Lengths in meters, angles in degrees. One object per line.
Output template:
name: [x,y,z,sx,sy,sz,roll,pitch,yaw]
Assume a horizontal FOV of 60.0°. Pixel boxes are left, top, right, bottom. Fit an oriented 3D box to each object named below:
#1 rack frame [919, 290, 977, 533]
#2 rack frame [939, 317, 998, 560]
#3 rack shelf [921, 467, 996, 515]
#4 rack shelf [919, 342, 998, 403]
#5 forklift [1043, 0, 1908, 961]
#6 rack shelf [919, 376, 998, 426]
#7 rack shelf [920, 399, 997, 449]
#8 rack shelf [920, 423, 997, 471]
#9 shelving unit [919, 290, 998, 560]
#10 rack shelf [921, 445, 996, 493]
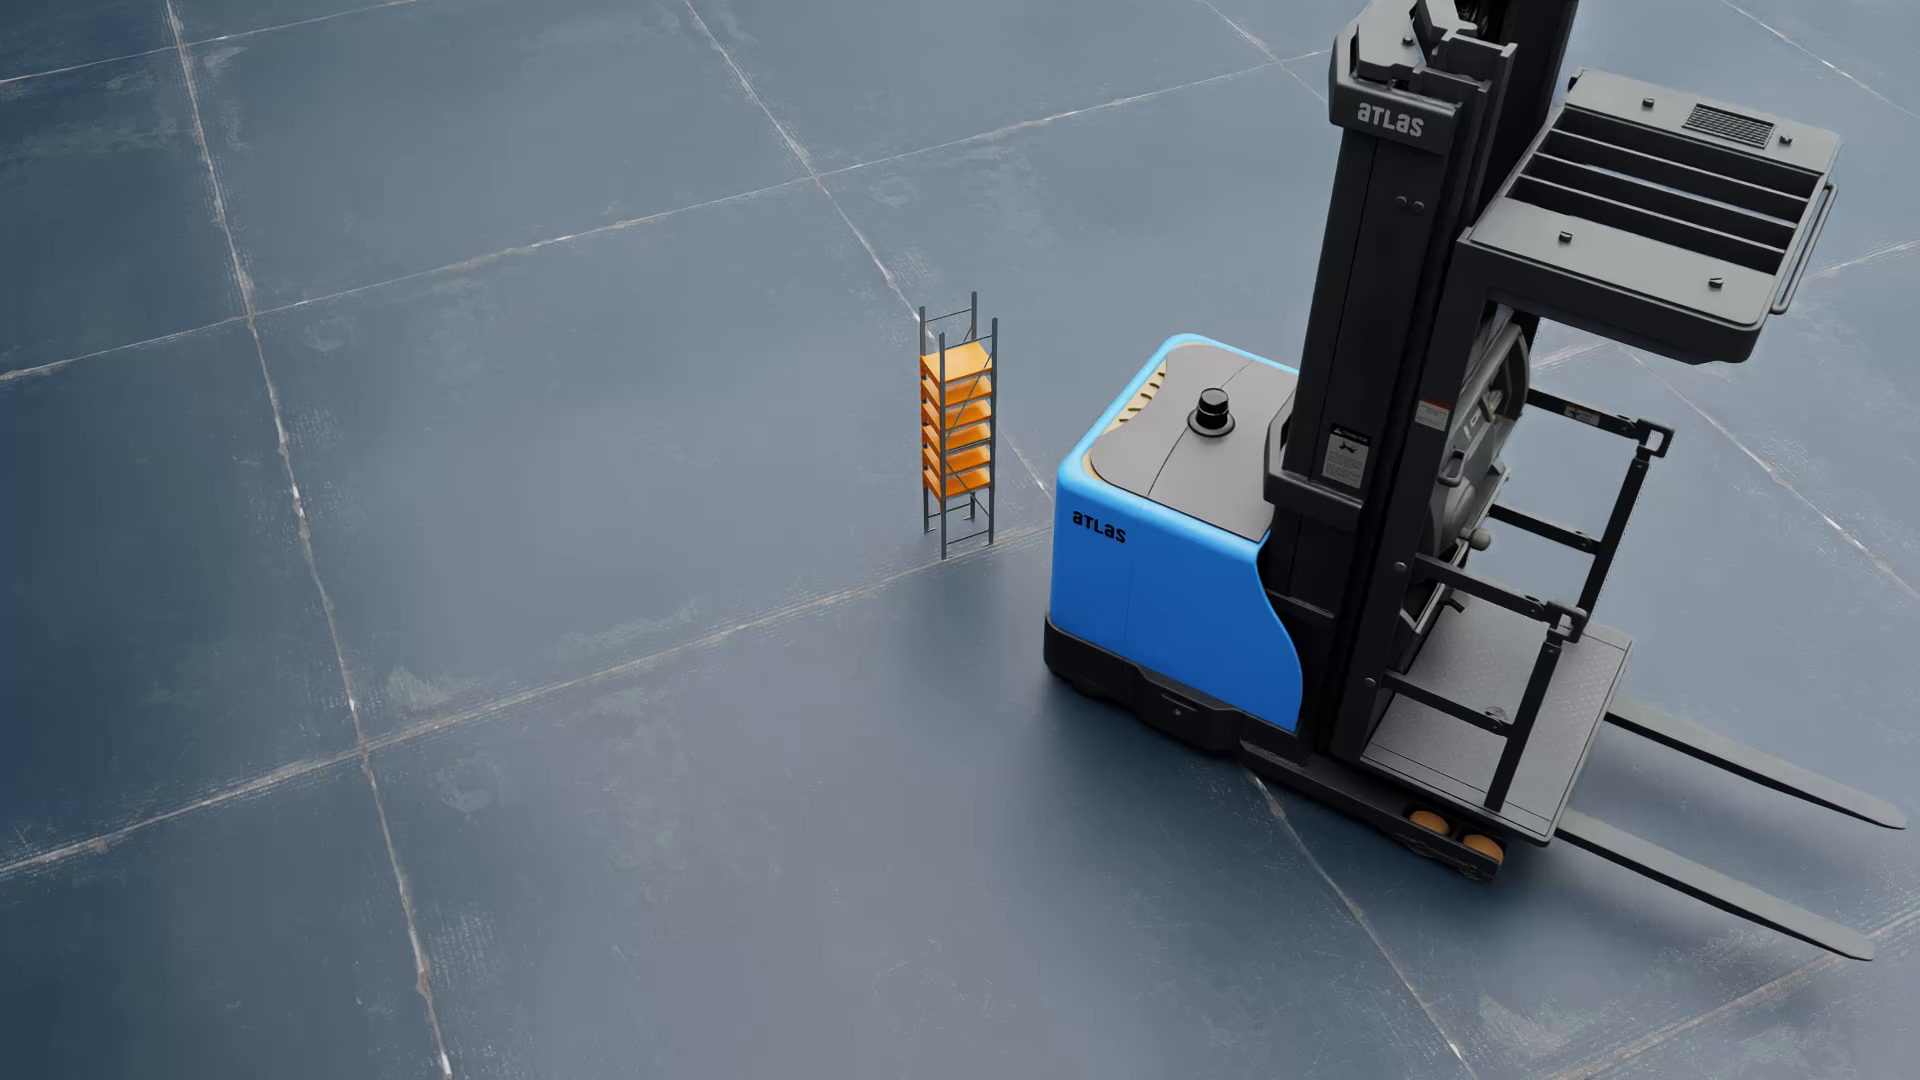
rack frame: [-0.045,-0.495,6.766,0.240,1.200,0.006,-18,47,-17]
rack frame: [0.032,-0.378,6.648,0.240,1.200,0.006,-18,47,-17]
rack shelf: [-0.006,-0.234,6.907,0.258,0.103,0.180,-18,47,-17]
rack shelf: [-0.006,-0.661,6.485,0.258,0.103,0.180,-18,47,-17]
forklift: [1.853,-0.270,5.305,3.031,2.935,1.130,23,49,22]
rack shelf: [-0.006,-0.576,6.569,0.258,0.103,0.180,-18,47,-17]
rack shelf: [-0.006,-0.490,6.654,0.258,0.103,0.180,-18,47,-17]
rack shelf: [-0.006,-0.405,6.738,0.258,0.103,0.180,-18,47,-17]
shelving unit: [-0.006,-0.436,6.707,0.258,1.200,0.189,-18,47,-17]
rack shelf: [-0.006,-0.319,6.822,0.258,0.103,0.180,-18,47,-17]
